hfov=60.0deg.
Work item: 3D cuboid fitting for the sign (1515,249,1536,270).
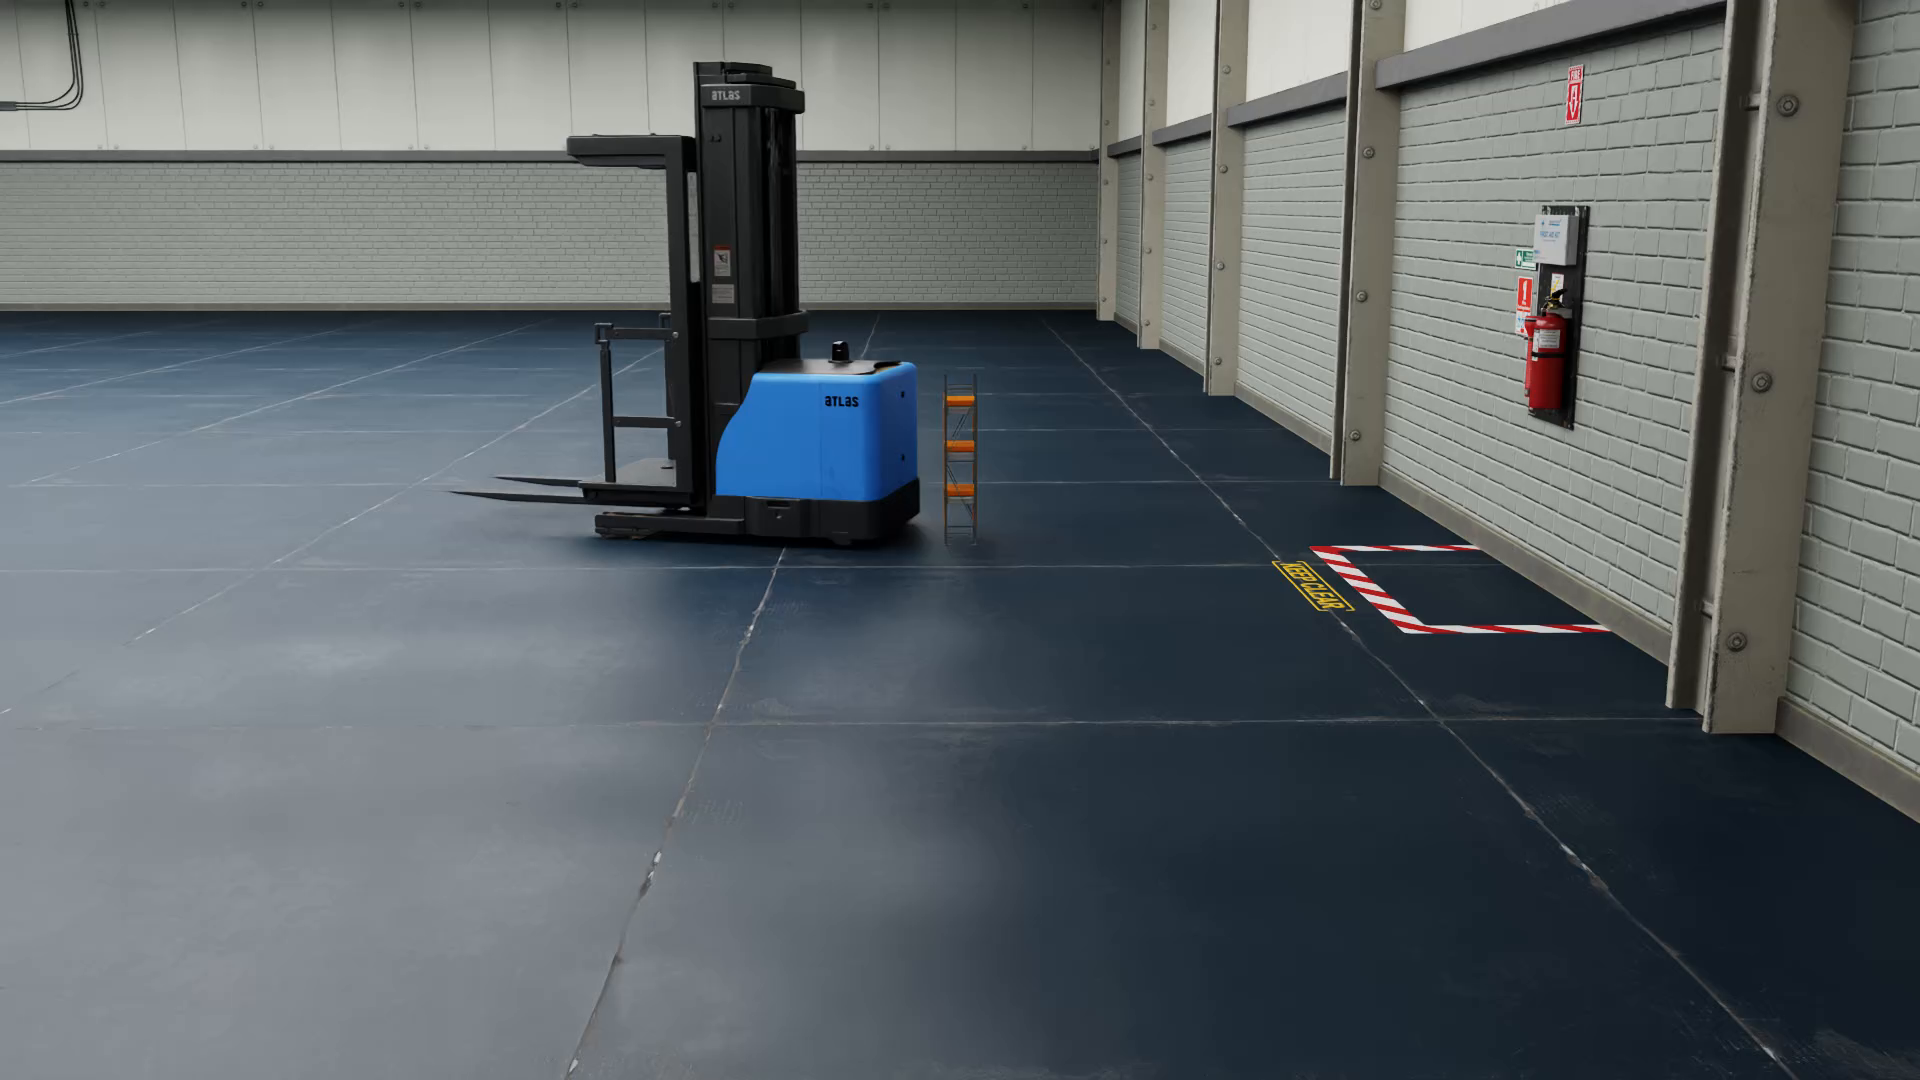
[{"bbox_3d":[3.238,-1.608,9.516,0.001,0.109,0.331,0,11,-1],"label":"sign"}]

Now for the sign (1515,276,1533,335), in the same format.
[{"bbox_3d":[3.247,-1.349,9.573,0.001,0.329,0.234,0,11,-1],"label":"sign"}]

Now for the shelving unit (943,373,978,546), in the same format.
[{"bbox_3d":[0.001,-0.504,10.402,0.215,1.050,0.252,0,11,-1],"label":"shelving unit"}]

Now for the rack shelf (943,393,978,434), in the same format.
[{"bbox_3d":[0.001,-0.772,10.348,0.215,0.259,0.240,0,11,-1],"label":"rack shelf"}]

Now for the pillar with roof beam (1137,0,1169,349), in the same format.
[{"bbox_3d":[-1.508,-7.230,23.564,9.100,9.000,0.400,0,11,-1],"label":"pillar with roof beam"}]

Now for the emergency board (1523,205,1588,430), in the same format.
[{"bbox_3d":[3.155,-1.221,9.033,0.194,1.169,0.643,0,11,-1],"label":"emergency board"}]

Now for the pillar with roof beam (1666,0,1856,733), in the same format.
[{"bbox_3d":[-1.136,-3.652,5.927,9.100,9.000,0.400,0,11,-1],"label":"pillar with roof beam"}]

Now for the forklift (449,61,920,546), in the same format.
[{"bbox_3d":[-1.842,-1.534,10.746,3.031,2.935,1.130,3,12,13],"label":"forklift"}]

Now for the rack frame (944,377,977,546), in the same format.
[{"bbox_3d":[0.004,-0.480,10.283,0.200,1.050,0.008,0,11,-1],"label":"rack frame"}]

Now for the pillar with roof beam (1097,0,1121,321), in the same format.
[{"bbox_3d":[-1.632,-8.423,29.443,9.100,9.000,0.400,0,11,-1],"label":"pillar with roof beam"}]

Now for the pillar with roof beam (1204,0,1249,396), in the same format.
[{"bbox_3d":[-1.384,-6.037,17.685,9.100,9.000,0.400,0,11,-1],"label":"pillar with roof beam"}]

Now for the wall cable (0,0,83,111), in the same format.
[{"bbox_3d":[-18.068,-10.605,31.644,2.305,6.003,0.169,0,11,-1],"label":"wall cable"}]

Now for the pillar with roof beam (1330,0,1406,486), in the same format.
[{"bbox_3d":[-1.260,-4.845,11.806,9.100,9.000,0.400,0,11,-1],"label":"pillar with roof beam"}]

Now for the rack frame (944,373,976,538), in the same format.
[{"bbox_3d":[-0.001,-0.528,10.522,0.200,1.050,0.008,0,11,-1],"label":"rack frame"}]

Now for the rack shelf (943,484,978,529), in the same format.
[{"bbox_3d":[0.001,-0.221,10.460,0.215,0.259,0.240,0,11,-1],"label":"rack shelf"}]

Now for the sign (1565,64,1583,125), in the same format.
[{"bbox_3d":[3.254,-2.359,8.813,0.001,0.298,0.199,0,11,-1],"label":"sign"}]

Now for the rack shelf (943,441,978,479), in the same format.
[{"bbox_3d":[0.001,-0.494,10.404,0.215,0.259,0.240,0,11,-1],"label":"rack shelf"}]
